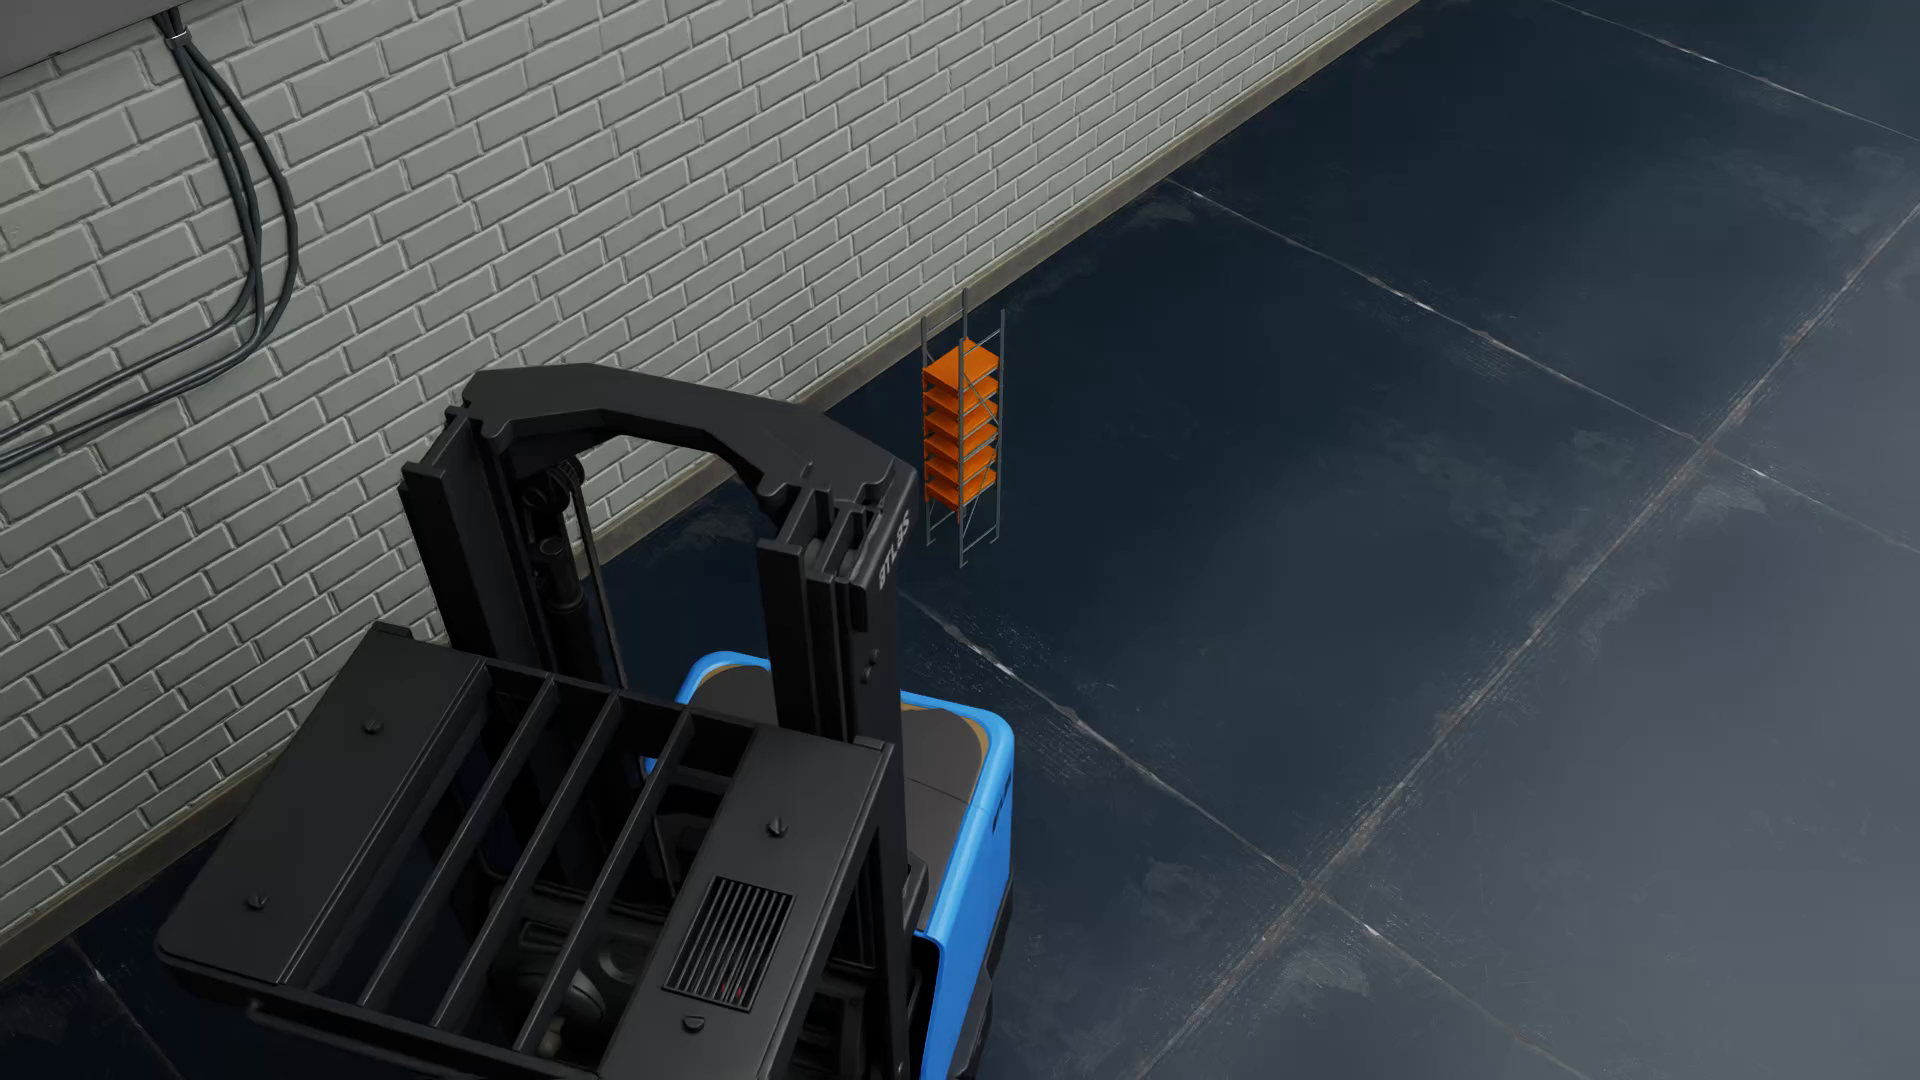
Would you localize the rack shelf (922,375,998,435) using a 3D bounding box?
[{"bbox_3d":[0.011,-0.537,6.272,0.180,0.103,0.258,34,55,28],"label":"rack shelf"}]

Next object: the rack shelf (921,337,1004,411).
[{"bbox_3d":[0.011,-0.620,6.184,0.180,0.103,0.258,34,55,28],"label":"rack shelf"}]

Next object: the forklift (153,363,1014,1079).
[{"bbox_3d":[-0.726,1.186,3.735,1.130,2.935,3.031,12,48,11],"label":"forklift"}]

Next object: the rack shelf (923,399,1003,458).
[{"bbox_3d":[0.011,-0.455,6.359,0.180,0.103,0.258,34,55,28],"label":"rack shelf"}]

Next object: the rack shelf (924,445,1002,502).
[{"bbox_3d":[0.011,-0.291,6.534,0.180,0.103,0.258,34,55,28],"label":"rack shelf"}]

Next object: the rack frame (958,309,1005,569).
[{"bbox_3d":[0.078,-0.358,6.372,0.006,1.200,0.240,34,55,28],"label":"rack frame"}]

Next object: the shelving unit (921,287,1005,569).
[{"bbox_3d":[0.011,-0.404,6.414,0.189,1.200,0.258,34,55,28],"label":"shelving unit"}]

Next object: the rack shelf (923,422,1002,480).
[{"bbox_3d":[0.011,-0.373,6.447,0.180,0.103,0.258,34,55,28],"label":"rack shelf"}]

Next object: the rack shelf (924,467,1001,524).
[{"bbox_3d":[0.011,-0.209,6.622,0.180,0.103,0.258,34,55,28],"label":"rack shelf"}]

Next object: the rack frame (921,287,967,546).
[{"bbox_3d":[-0.057,-0.449,6.457,0.006,1.200,0.240,34,55,28],"label":"rack frame"}]

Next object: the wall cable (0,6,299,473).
[{"bbox_3d":[-2.974,-0.696,3.469,0.112,2.526,3.097,34,55,28],"label":"wall cable"}]
